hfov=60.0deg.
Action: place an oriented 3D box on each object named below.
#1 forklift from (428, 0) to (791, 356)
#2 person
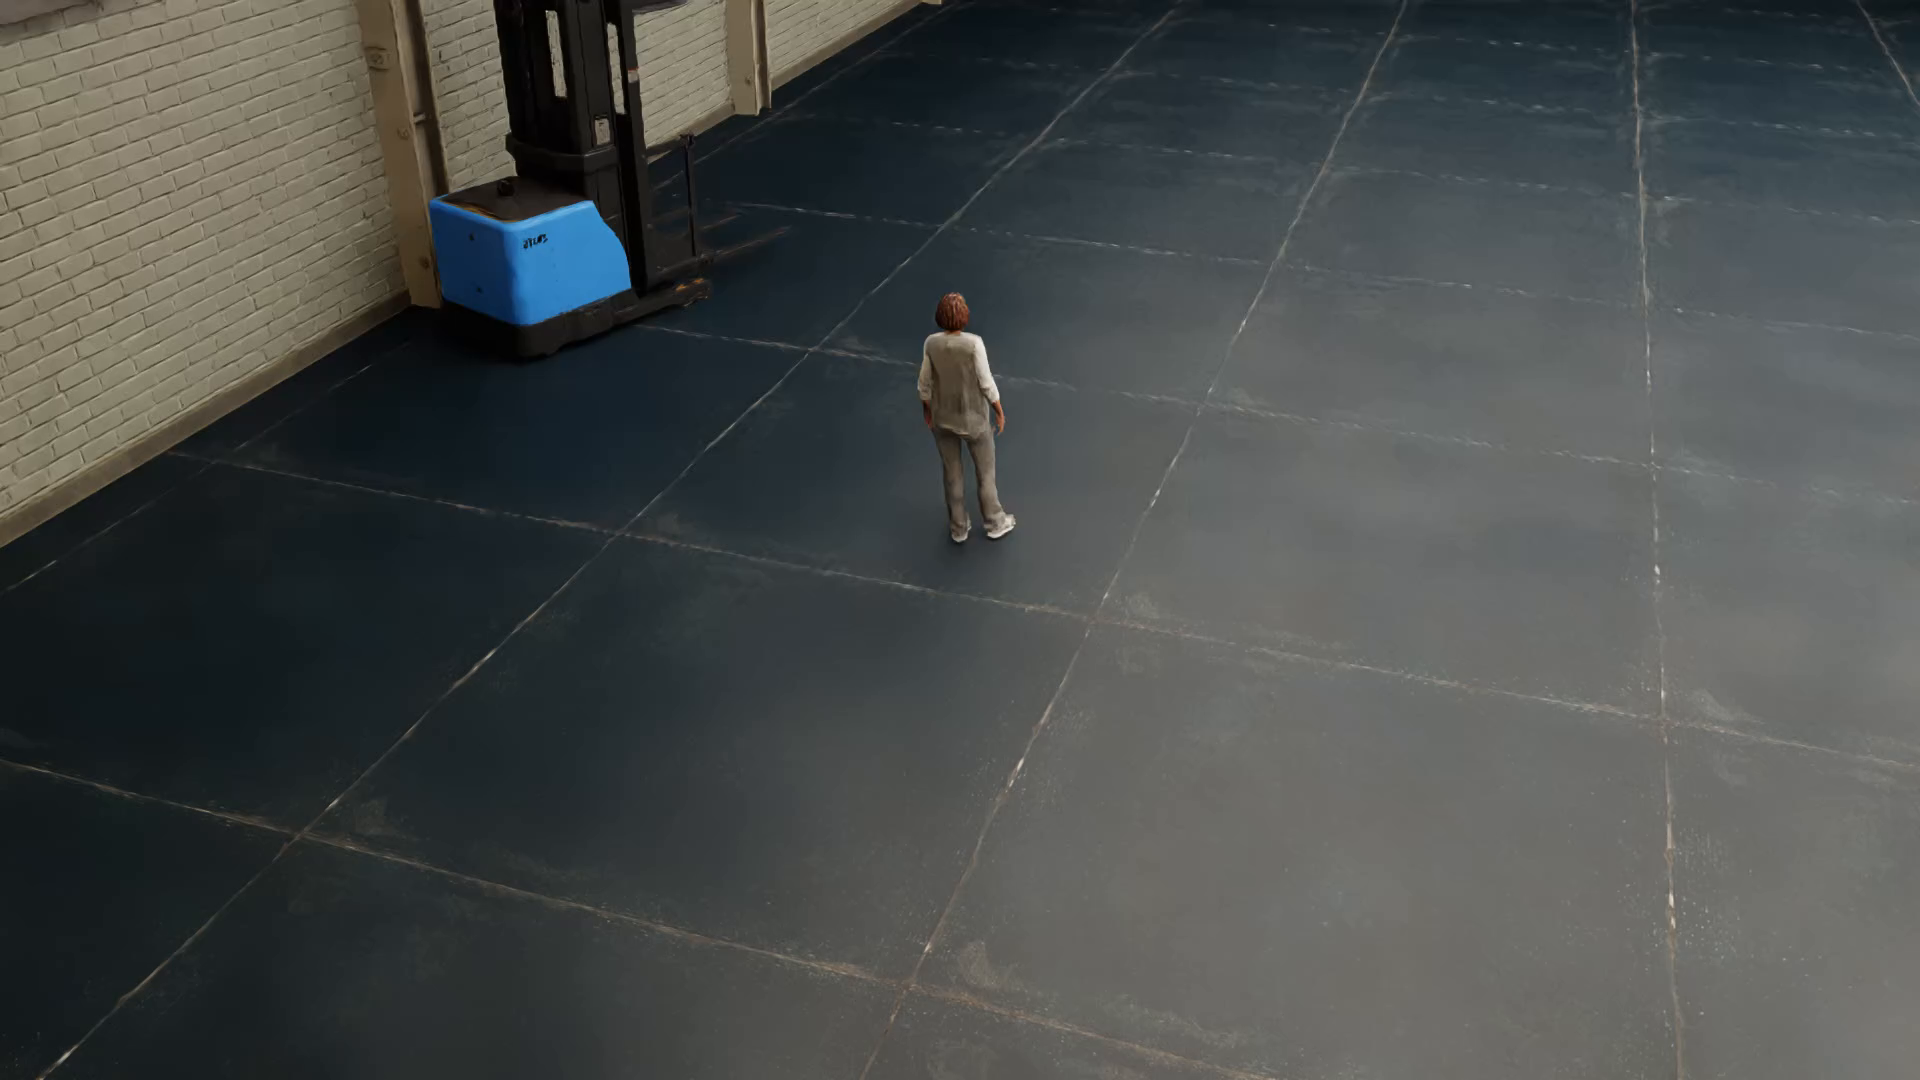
[{"bbox_3d":[-2.667,-3.297,12.920,1.130,2.935,3.031,22,36,33],"label":"forklift"},{"bbox_3d":[0.037,-0.732,9.754,0.521,1.597,0.474,10,31,16],"label":"person"}]
